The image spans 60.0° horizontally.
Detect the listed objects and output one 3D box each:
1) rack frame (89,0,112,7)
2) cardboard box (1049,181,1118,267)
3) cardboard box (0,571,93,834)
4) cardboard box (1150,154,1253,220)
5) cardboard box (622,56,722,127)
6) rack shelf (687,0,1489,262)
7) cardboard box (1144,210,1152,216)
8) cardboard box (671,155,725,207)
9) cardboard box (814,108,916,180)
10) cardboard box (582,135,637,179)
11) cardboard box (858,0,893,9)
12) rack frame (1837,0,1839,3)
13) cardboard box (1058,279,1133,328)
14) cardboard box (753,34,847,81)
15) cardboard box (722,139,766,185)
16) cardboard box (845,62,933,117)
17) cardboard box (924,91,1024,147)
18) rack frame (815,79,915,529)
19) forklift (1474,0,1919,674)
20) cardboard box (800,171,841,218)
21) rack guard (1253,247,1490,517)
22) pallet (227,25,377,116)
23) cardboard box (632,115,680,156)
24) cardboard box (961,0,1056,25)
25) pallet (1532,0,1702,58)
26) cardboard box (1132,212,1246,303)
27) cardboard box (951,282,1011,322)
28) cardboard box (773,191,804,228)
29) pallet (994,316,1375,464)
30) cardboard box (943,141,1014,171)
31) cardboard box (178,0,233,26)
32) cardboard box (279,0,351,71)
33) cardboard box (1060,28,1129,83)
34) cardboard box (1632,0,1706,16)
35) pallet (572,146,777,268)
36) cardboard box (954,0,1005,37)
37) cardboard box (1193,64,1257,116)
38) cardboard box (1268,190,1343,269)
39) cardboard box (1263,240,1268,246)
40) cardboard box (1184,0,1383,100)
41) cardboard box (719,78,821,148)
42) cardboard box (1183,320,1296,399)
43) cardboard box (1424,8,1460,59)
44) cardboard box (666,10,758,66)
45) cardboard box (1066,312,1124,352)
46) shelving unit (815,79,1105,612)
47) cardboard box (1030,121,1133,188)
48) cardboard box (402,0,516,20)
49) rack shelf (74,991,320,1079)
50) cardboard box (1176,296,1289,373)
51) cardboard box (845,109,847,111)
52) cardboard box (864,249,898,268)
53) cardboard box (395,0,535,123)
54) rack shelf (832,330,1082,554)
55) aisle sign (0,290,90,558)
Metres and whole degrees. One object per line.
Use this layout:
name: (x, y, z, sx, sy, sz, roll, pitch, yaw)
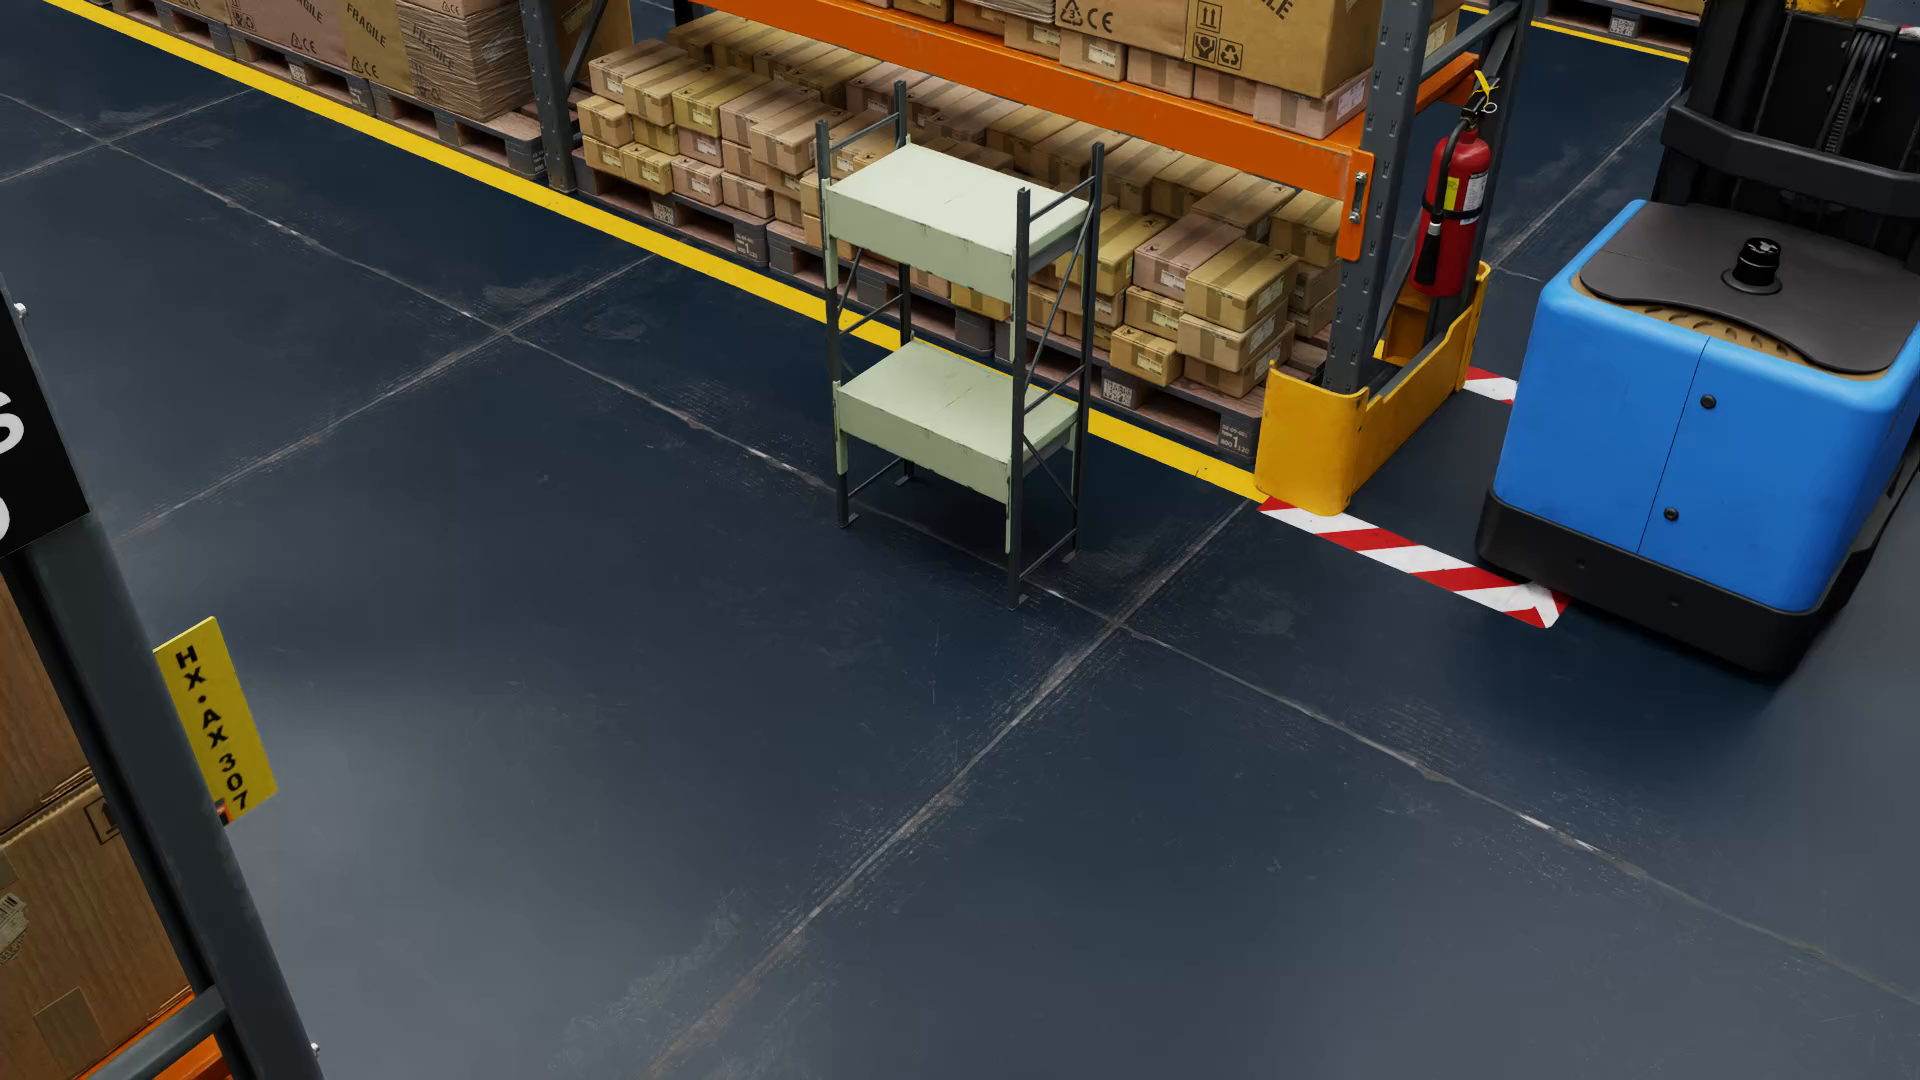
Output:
rack frame: (-4.769, -4.565, 9.148, 0.127, 3.000, 1.000, 25, 45, 29)
cardboard box: (0.396, -1.205, 6.346, 0.250, 0.149, 0.380, 23, 44, 27)
cardboard box: (-1.550, 0.140, 2.245, 0.500, 0.500, 0.500, 24, 44, 28)
cardboard box: (0.962, -1.410, 6.607, 0.250, 0.149, 0.380, 25, 45, 28)
cardboard box: (-1.261, -1.982, 7.337, 0.250, 0.149, 0.380, 28, 46, 31)
rack shelf: (-0.003, -2.035, 6.499, 4.000, 0.370, 1.077, 25, 45, 29)
cardboard box: (0.756, -1.379, 6.808, 0.250, 0.149, 0.380, 27, 45, 30)
cardboard box: (-1.057, -1.649, 7.395, 0.250, 0.149, 0.380, 25, 44, 28)
cardboard box: (-0.390, -1.627, 6.885, 0.250, 0.149, 0.380, 23, 44, 27)
cardboard box: (-1.497, -1.816, 7.609, 0.250, 0.149, 0.380, 23, 44, 27)
cardboard box: (-0.249, -2.155, 6.273, 0.250, 0.149, 0.380, 27, 45, 30)
rack frame: (4.679, -3.960, 8.375, 0.127, 3.000, 1.000, 25, 45, 29)
cardboard box: (0.579, -0.981, 6.300, 0.250, 0.149, 0.380, 23, 44, 27)
cardboard box: (-0.722, -2.172, 7.581, 0.250, 0.149, 0.380, 25, 44, 28)
cardboard box: (-0.814, -1.708, 7.229, 0.250, 0.149, 0.380, 23, 44, 26)
cardboard box: (-0.292, -1.981, 7.336, 0.250, 0.149, 0.380, 23, 44, 27)
cardboard box: (0.061, -1.739, 7.027, 0.250, 0.149, 0.380, 25, 45, 29)
rack frame: (-0.296, -0.730, 5.466, 0.023, 1.500, 0.400, 25, 45, 29)
forklift: (3.037, -1.592, 5.406, 1.130, 2.935, 3.031, 26, 45, 29)
cardboard box: (-0.448, -1.468, 6.922, 0.250, 0.149, 0.380, 25, 44, 28)
rack guard: (1.525, -0.613, 6.128, 0.348, 0.500, 1.175, 25, 45, 29)
pallet: (-3.184, -2.717, 9.049, 1.213, 0.211, 1.003, 25, 45, 29)
cardboard box: (-1.242, -1.884, 7.453, 0.250, 0.149, 0.380, 26, 45, 29)
cardboard box: (0.258, -2.148, 5.738, 0.500, 0.500, 0.500, 25, 45, 29)
pallet: (3.997, -3.123, 9.568, 1.213, 0.211, 1.003, 25, 45, 29)
cardboard box: (0.847, -1.043, 6.138, 0.250, 0.149, 0.380, 26, 45, 29)
cardboard box: (0.173, -1.046, 6.624, 0.250, 0.149, 0.380, 23, 44, 27)
cardboard box: (-0.590, -1.495, 7.198, 0.250, 0.149, 0.380, 23, 44, 27)
pallet: (0.902, -0.821, 6.628, 1.213, 0.211, 1.003, 25, 45, 29)
cardboard box: (0.007, -1.432, 6.635, 0.250, 0.149, 0.380, 24, 44, 27)
cardboard box: (-3.960, -3.170, 9.053, 0.500, 0.500, 0.500, 26, 45, 29)
cardboard box: (-3.145, -2.789, 8.566, 0.500, 0.500, 0.500, 24, 44, 28)
cardboard box: (0.555, -1.736, 5.738, 0.250, 0.149, 0.380, 27, 45, 30)
cardboard box: (4.122, -3.489, 9.156, 0.875, 0.875, 0.875, 25, 45, 29)
pallet: (-1.037, -1.735, 7.795, 1.213, 0.211, 1.003, 25, 45, 29)
cardboard box: (0.185, -1.979, 6.049, 0.250, 0.149, 0.380, 23, 44, 27)
cardboard box: (0.980, -1.565, 5.520, 0.250, 0.149, 0.380, 25, 45, 29)
cardboard box: (1.376, -1.209, 6.350, 0.250, 0.149, 0.380, 23, 44, 27)
cardboard box: (1.142, -1.181, 6.556, 0.250, 0.149, 0.380, 25, 44, 28)
cardboard box: (1.072, -1.768, 5.252, 0.500, 0.500, 0.500, 26, 45, 29)
cardboard box: (-0.809, -1.824, 7.136, 0.250, 0.149, 0.380, 24, 44, 27)
cardboard box: (1.041, -0.707, 6.192, 0.250, 0.149, 0.380, 26, 45, 29)
cardboard box: (1.528, -1.752, 5.758, 0.250, 0.149, 0.380, 25, 44, 28)
cardboard box: (-1.151, -2.338, 7.793, 0.250, 0.149, 0.380, 27, 45, 30)
cardboard box: (0.618, -0.895, 6.431, 0.250, 0.149, 0.380, 25, 44, 28)
shelving unit: (-0.005, -0.593, 5.291, 0.755, 1.500, 0.431, 25, 45, 29)
cardboard box: (0.500, -1.571, 6.813, 0.250, 0.149, 0.380, 27, 45, 30)
cardboard box: (-2.337, -2.699, 7.842, 0.500, 0.250, 0.500, 24, 44, 27)
rack shelf: (-2.930, 0.427, 3.355, 4.000, 0.370, 1.077, 25, 45, 29)
cardboard box: (0.993, -0.787, 6.052, 0.250, 0.149, 0.380, 24, 44, 27)
cardboard box: (-0.348, -1.850, 7.410, 0.250, 0.149, 0.380, 26, 45, 30)
cardboard box: (-0.187, -1.289, 6.935, 0.250, 0.149, 0.380, 27, 45, 30)
cardboard box: (-2.332, -2.402, 8.072, 0.500, 0.500, 0.500, 24, 44, 28)
rack shelf: (-0.005, -0.336, 5.492, 0.720, 0.370, 0.431, 25, 45, 29)
aisle sign: (-1.108, -0.246, 1.522, 0.004, 0.787, 0.394, 25, 45, 29)
